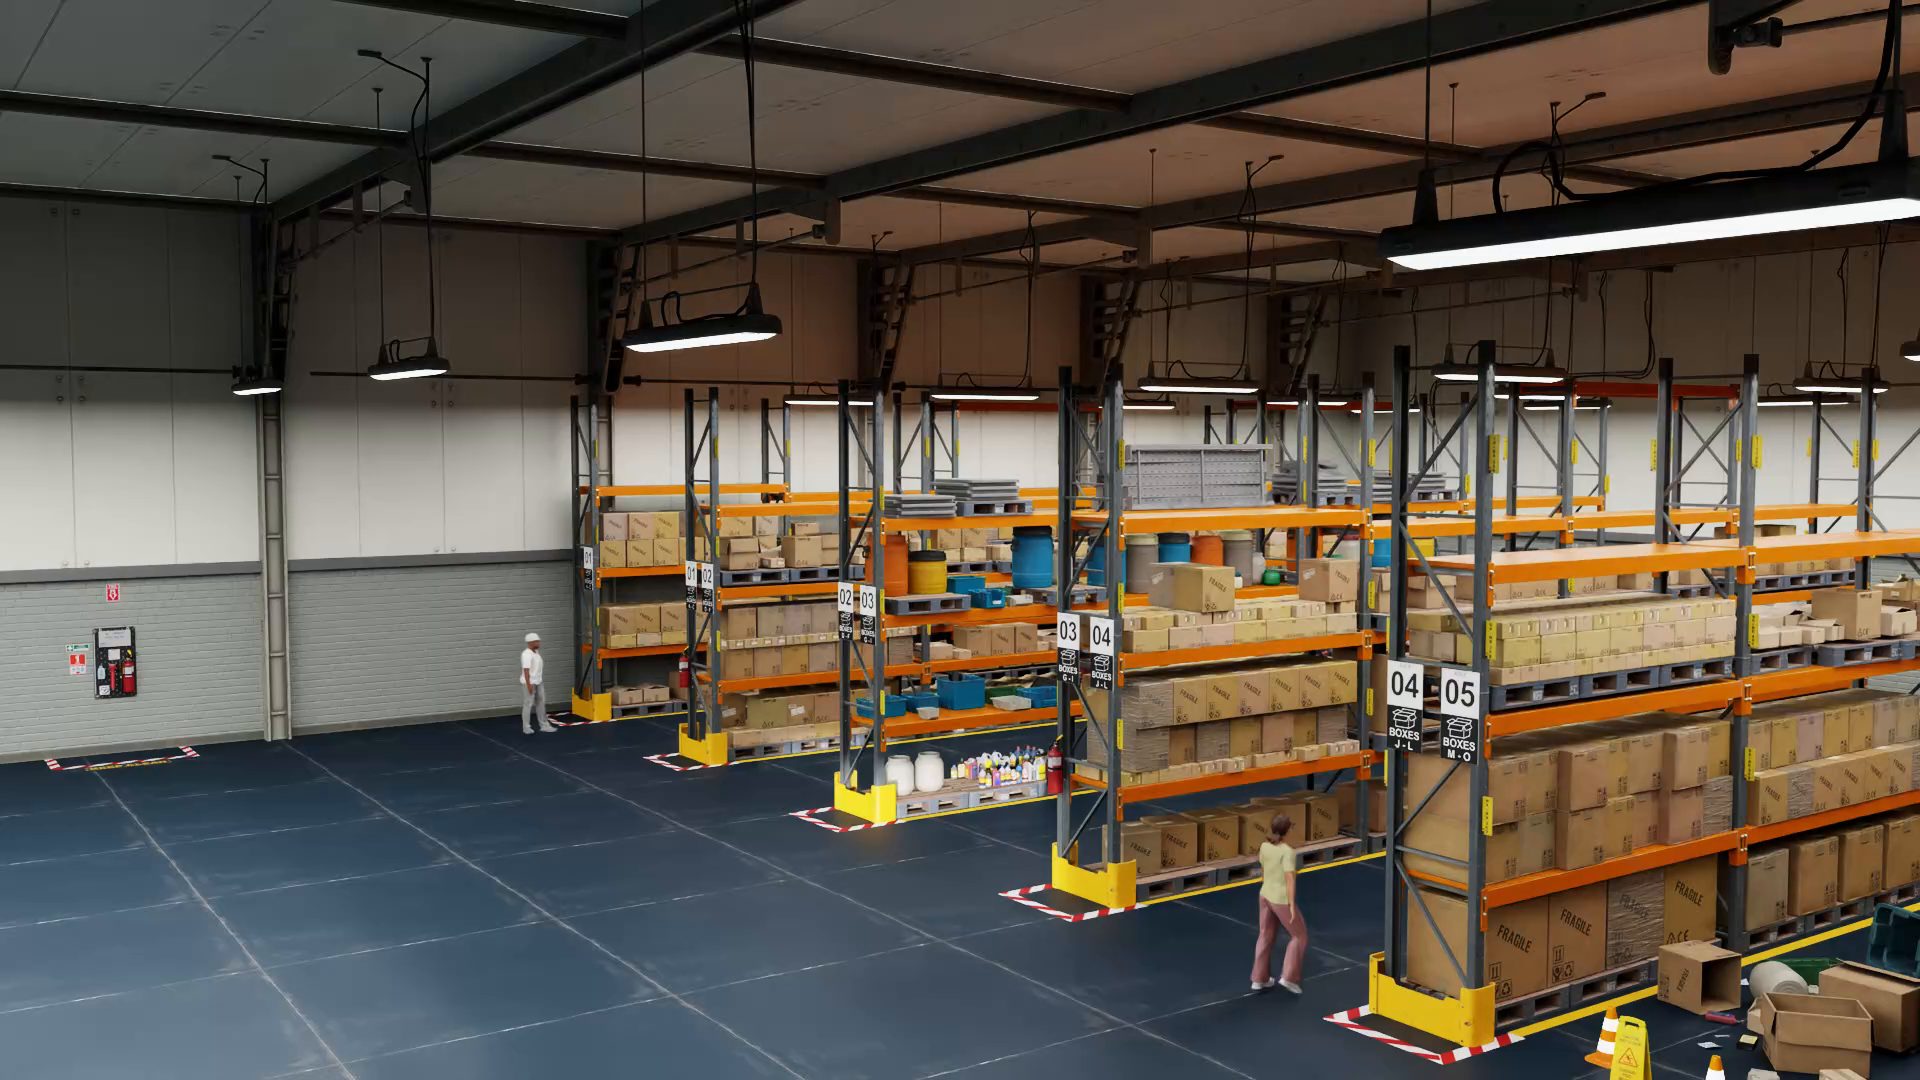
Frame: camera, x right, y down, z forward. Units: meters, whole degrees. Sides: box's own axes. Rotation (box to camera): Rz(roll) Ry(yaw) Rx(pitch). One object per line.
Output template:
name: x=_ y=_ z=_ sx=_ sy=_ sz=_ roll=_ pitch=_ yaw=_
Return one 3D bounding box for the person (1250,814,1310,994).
person: x=2.978 y=3.410 z=15.520 sx=0.485 sy=1.720 sz=0.598 roll=-1 pitch=4 yaw=-20

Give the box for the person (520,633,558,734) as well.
person: x=-7.465 y=2.528 z=29.285 sx=0.530 sy=1.770 sz=0.639 roll=1 pitch=4 yaw=15
